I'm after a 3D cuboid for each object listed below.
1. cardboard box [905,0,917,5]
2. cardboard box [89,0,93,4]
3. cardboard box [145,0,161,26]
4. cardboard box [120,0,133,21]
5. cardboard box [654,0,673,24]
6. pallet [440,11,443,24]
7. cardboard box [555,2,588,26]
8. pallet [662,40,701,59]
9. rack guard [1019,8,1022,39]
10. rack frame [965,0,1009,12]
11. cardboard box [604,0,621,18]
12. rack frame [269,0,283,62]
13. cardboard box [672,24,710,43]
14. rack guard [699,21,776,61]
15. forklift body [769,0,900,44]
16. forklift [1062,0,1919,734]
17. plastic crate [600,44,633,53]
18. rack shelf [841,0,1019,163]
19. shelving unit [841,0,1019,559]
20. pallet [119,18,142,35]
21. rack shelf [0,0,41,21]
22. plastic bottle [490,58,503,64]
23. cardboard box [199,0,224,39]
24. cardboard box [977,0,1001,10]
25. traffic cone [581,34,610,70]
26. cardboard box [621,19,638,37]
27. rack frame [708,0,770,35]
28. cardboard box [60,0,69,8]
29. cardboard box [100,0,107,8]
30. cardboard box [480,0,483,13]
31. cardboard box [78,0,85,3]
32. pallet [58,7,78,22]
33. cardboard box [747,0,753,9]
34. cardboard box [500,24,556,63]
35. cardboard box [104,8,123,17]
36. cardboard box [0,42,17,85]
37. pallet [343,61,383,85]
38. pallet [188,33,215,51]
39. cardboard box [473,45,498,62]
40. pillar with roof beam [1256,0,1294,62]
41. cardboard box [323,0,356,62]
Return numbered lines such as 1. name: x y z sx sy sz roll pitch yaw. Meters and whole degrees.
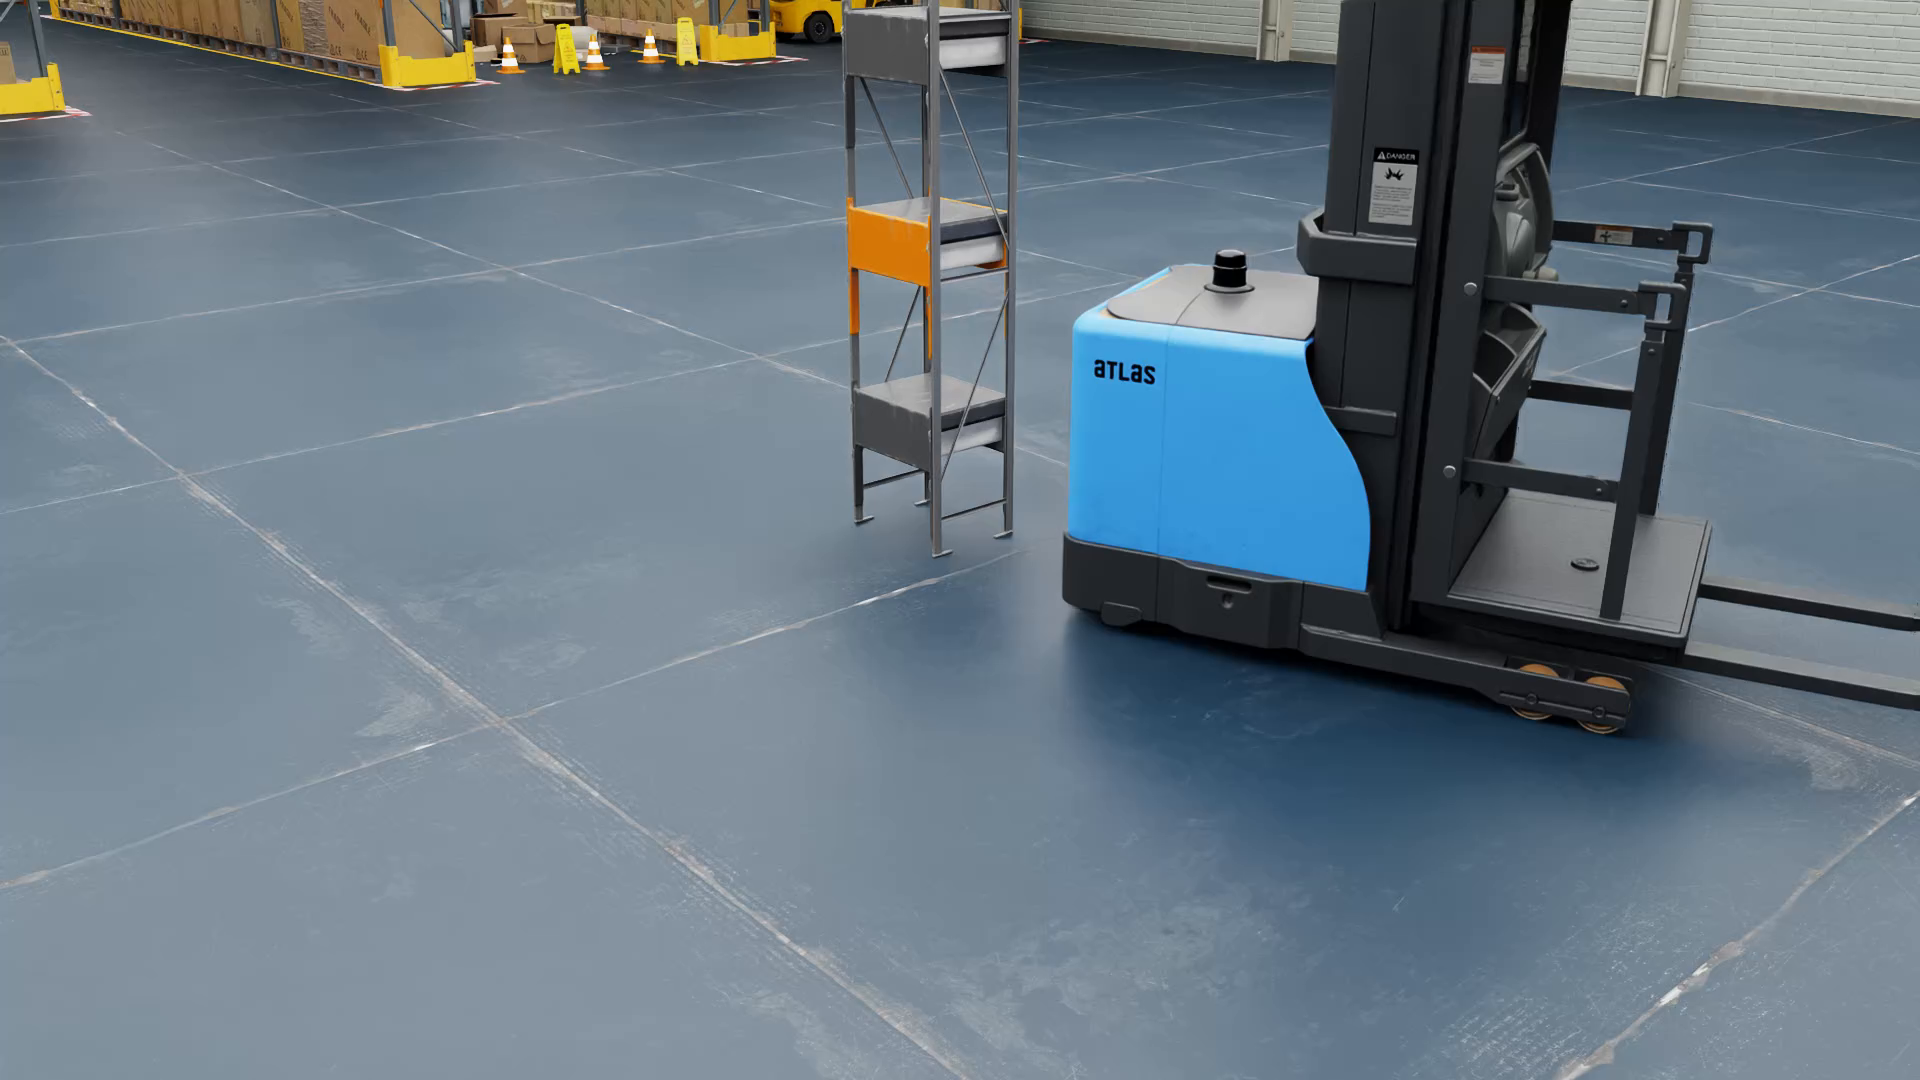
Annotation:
1. cardboard box: -0.728 -9.257 28.515 0.500 0.250 0.500 -18 28 -39
2. cardboard box: -16.027 -10.094 31.067 0.380 0.149 0.250 -19 28 -40
3. cardboard box: -13.487 -9.029 28.276 0.500 0.500 0.500 -19 28 -40
4. cardboard box: -14.495 -9.461 29.378 0.500 0.500 0.500 -16 27 -35
5. cardboard box: -4.323 -8.155 25.358 0.500 0.500 0.500 -16 27 -36
6. pallet: -9.731 -10.072 31.911 1.003 0.211 1.213 -17 27 -37
7. cardboard box: -6.215 -8.809 27.889 0.950 0.372 0.625 -17 27 -37
8. pallet: -3.813 -7.543 25.453 1.003 0.211 1.213 -17 27 -37
9. rack guard: 0.514 -8.600 27.755 1.175 0.500 0.348 -17 27 -37
10. rack frame: 0.499 -9.770 27.316 1.000 3.000 0.127 -17 27 -37
11. cardboard box: -5.331 -8.585 26.456 0.500 0.500 0.500 -16 27 -35
12. rack frame: -9.554 -8.487 24.038 1.000 3.000 0.127 -17 27 -37
13. cardboard box: -4.007 -7.669 25.145 0.500 0.250 0.500 -18 27 -38
14. rack guard: -3.309 -7.445 24.806 1.175 0.500 0.348 -17 27 -37
15. forklift body: -2.121 -9.465 27.700 2.313 2.155 1.214 -17 27 -37
16. forklift: 1.906 -1.004 5.029 3.031 2.935 1.130 10 24 25
17. plastic crate: -5.467 -7.704 26.045 0.583 0.080 0.402 12 24 27
18. rack shelf: -0.108 -1.663 5.968 0.431 0.518 0.480 -17 27 -37
19. shelving unit: -0.108 -1.023 6.218 0.431 2.100 0.503 -17 27 -37
20. pallet: -14.267 -9.184 29.642 1.003 0.211 1.213 -17 27 -37
21. rack shelf: -12.072 -6.446 19.815 1.077 0.370 4.000 -17 27 -37
22. plastic bottle: -6.730 -6.963 24.178 0.283 0.061 0.133 12 24 27
23. cardboard box: -11.263 -8.309 26.095 1.050 0.750 0.750 -17 27 -37
24. cardboard box: 0.349 -9.098 28.108 0.500 0.250 0.500 -17 27 -36
25. traffic cone: -5.136 -6.860 23.364 0.336 0.463 0.334 -17 27 -37
26. cardboard box: -4.985 -8.090 26.221 0.500 0.250 0.500 -18 28 -38
27. rack frame: -3.259 -8.588 24.297 1.000 3.000 0.127 -17 27 -37
28. cardboard box: -17.288 -10.449 32.382 0.380 0.149 0.250 -17 27 -36
29. cardboard box: -15.409 -9.787 30.283 0.380 0.149 0.250 -19 28 -40
30. cardboard box: -8.120 -9.611 29.938 0.950 0.372 0.625 -20 29 -41
31. cardboard box: -16.547 -10.320 31.644 0.380 0.149 0.250 -19 28 -40
32. pallet: -16.834 -10.250 32.364 1.003 0.211 1.213 -17 27 -37
33. cardboard box: -3.894 -10.716 32.411 0.875 0.625 0.625 -16 27 -36
34. cardboard box: -6.324 -7.308 24.452 0.637 0.503 0.797 3 22 9
35. cardboard box: -15.291 -9.592 30.195 0.380 0.149 0.250 -17 27 -37
36. cardboard box: -11.162 -5.437 19.103 0.500 0.500 0.500 -12 24 -28
37. pallet: -7.525 -6.285 22.242 1.003 0.211 1.213 -17 27 -37
38. pallet: -11.708 -8.057 26.767 1.003 0.211 1.213 -17 27 -37
39. cardboard box: -7.037 -7.177 24.444 0.396 0.266 0.258 -12 25 -28
40. pillar with roof beam: 1.382 -10.288 20.412 9.100 9.000 0.400 -17 27 -37
41. cardboard box: -8.012 -7.002 22.585 0.875 0.875 0.875 -18 28 -38
